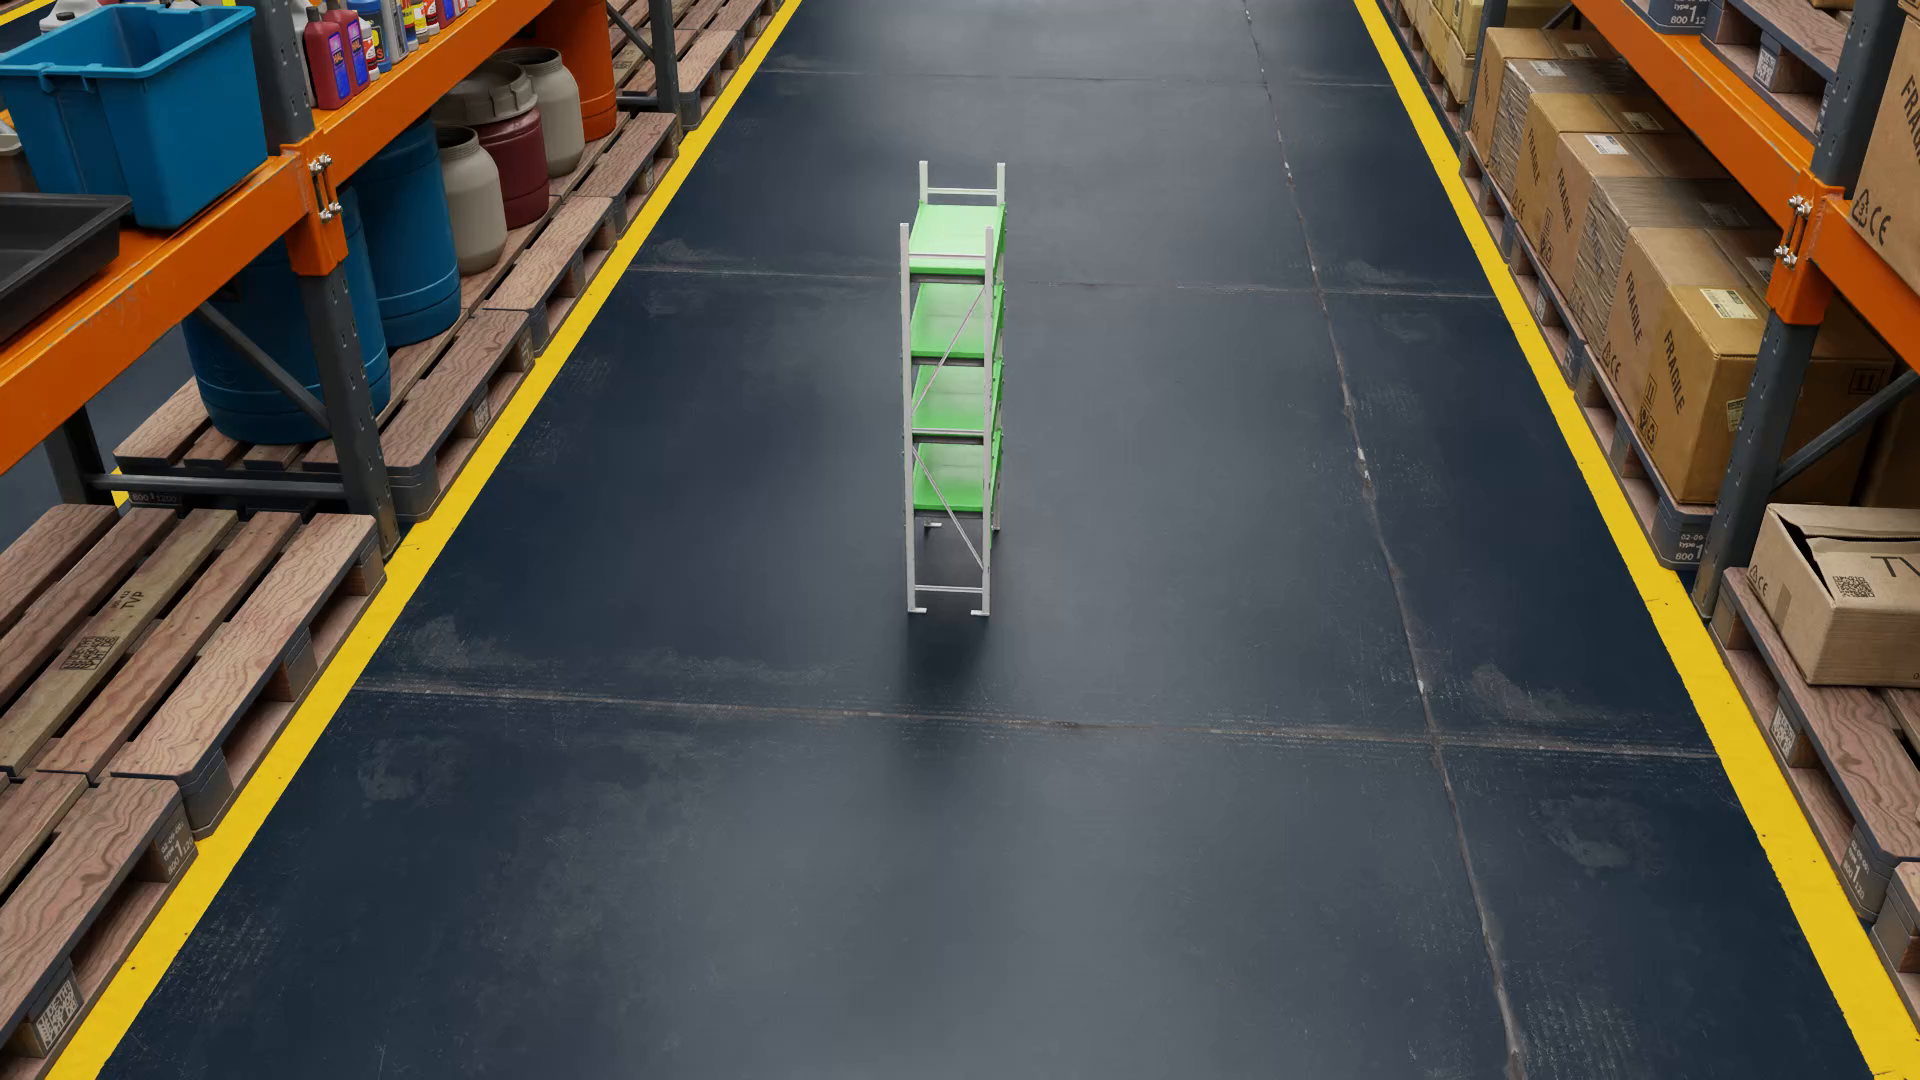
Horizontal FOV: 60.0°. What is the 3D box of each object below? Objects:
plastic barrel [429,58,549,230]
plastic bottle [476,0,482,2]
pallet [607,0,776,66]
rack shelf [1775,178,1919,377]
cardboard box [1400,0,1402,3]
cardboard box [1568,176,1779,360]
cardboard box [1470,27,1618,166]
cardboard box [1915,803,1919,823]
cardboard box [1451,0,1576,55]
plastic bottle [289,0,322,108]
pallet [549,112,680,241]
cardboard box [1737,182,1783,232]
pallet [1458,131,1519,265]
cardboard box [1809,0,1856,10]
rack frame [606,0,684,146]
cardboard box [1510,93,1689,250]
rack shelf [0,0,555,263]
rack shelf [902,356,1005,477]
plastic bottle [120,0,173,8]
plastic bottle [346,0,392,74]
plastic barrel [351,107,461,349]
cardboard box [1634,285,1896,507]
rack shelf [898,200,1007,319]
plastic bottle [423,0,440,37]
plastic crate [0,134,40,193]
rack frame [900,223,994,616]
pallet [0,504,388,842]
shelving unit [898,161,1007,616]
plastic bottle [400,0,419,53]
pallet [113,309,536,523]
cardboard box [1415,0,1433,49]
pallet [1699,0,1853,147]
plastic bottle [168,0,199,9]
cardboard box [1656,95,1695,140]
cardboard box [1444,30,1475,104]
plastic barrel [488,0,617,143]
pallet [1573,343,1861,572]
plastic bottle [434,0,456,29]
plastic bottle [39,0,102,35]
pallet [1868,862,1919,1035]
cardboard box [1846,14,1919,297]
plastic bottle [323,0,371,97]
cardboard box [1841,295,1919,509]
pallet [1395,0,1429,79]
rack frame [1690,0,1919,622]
[{"bbox_3d":[-2.053,-1.659,6.981,0.600,0.588,0.708,2,32,4],"label":"plastic barrel"},{"bbox_3d":[-1.752,-2.041,5.821,0.152,0.276,0.135,2,32,4],"label":"plastic bottle"},{"bbox_3d":[-1.735,-3.206,10.252,1.003,0.211,1.213,2,32,4],"label":"pallet"},{"bbox_3d":[2.510,0.303,2.585,1.077,0.370,4.000,2,32,4],"label":"rack shelf"},{"bbox_3d":[2.962,-3.502,10.294,0.500,0.250,0.500,2,32,2],"label":"cardboard box"},{"bbox_3d":[2.517,-0.963,5.916,0.500,0.500,0.500,3,32,5],"label":"cardboard box"},{"bbox_3d":[2.676,-2.038,7.661,0.500,0.500,0.500,4,32,6],"label":"cardboard box"},{"bbox_3d":[2.362,0.633,3.645,0.380,0.166,0.250,2,32,4],"label":"cardboard box"},{"bbox_3d":[2.796,-2.672,8.412,0.500,0.311,0.500,3,32,5],"label":"cardboard box"},{"bbox_3d":[-1.909,-1.433,4.763,0.144,0.351,0.185,2,32,4],"label":"plastic bottle"},{"bbox_3d":[-1.961,-1.753,7.893,1.003,0.211,1.213,2,32,4],"label":"pallet"},{"bbox_3d":[3.035,-0.955,5.904,0.500,0.500,0.500,3,32,5],"label":"cardboard box"},{"bbox_3d":[2.900,-1.565,7.588,1.003,0.211,1.213,2,32,4],"label":"pallet"},{"bbox_3d":[2.927,-1.871,4.931,0.700,0.500,0.500,7,32,12],"label":"cardboard box"},{"bbox_3d":[-1.938,-3.354,7.833,1.000,3.000,0.127,2,32,4],"label":"rack frame"},{"bbox_3d":[2.594,-1.502,6.791,0.500,0.500,0.500,2,32,3],"label":"cardboard box"},{"bbox_3d":[-2.101,-2.002,6.325,1.077,0.370,4.000,2,32,4],"label":"rack shelf"},{"bbox_3d":[-0.013,-0.370,4.828,0.258,0.148,0.480,2,32,4],"label":"rack shelf"},{"bbox_3d":[-2.524,-1.620,5.139,0.152,0.276,0.135,2,32,4],"label":"plastic bottle"},{"bbox_3d":[-1.799,-1.563,5.050,0.097,0.271,0.097,0,32,0],"label":"plastic bottle"},{"bbox_3d":[-2.145,-1.202,5.941,0.600,0.901,0.708,2,32,4],"label":"plastic barrel"},{"bbox_3d":[2.427,-0.442,5.072,0.500,0.500,0.500,2,32,4],"label":"cardboard box"},{"bbox_3d":[-0.013,-0.778,4.576,0.258,0.148,0.480,2,32,4],"label":"rack shelf"},{"bbox_3d":[-1.764,-1.756,5.430,0.097,0.201,0.097,0,32,0],"label":"plastic bottle"},{"bbox_3d":[-2.444,-0.938,4.108,0.396,0.136,0.243,2,32,4],"label":"plastic crate"},{"bbox_3d":[-0.033,-0.297,4.588,0.240,1.200,0.015,2,32,4],"label":"rack frame"},{"bbox_3d":[-2.285,0.311,4.544,1.003,0.211,1.213,2,32,4],"label":"pallet"},{"bbox_3d":[-0.013,-0.424,4.795,0.258,1.200,0.503,2,32,4],"label":"shelving unit"},{"bbox_3d":[-1.780,-1.684,5.246,0.097,0.271,0.097,0,32,0],"label":"plastic bottle"},{"bbox_3d":[-2.160,-0.477,5.823,1.003,0.211,1.213,2,32,4],"label":"pallet"},{"bbox_3d":[2.880,-2.967,9.425,0.500,0.250,0.500,3,32,5],"label":"cardboard box"},{"bbox_3d":[2.846,-1.380,4.814,1.003,0.211,1.213,2,32,4],"label":"pallet"},{"bbox_3d":[-2.398,-1.593,5.165,0.097,0.201,0.097,0,32,0],"label":"plastic bottle"},{"bbox_3d":[3.114,-1.494,6.778,0.500,0.500,0.500,1,32,2],"label":"cardboard box"},{"bbox_3d":[2.798,-2.434,8.561,0.500,0.250,0.500,3,32,5],"label":"cardboard box"},{"bbox_3d":[-1.961,-2.352,7.876,0.600,0.830,0.708,2,32,4],"label":"plastic barrel"},{"bbox_3d":[2.701,-0.289,5.517,1.003,0.211,1.213,2,32,4],"label":"pallet"},{"bbox_3d":[-1.737,-1.851,5.505,0.061,0.283,0.133,2,32,4],"label":"plastic bottle"},{"bbox_3d":[-2.554,-1.429,4.829,0.152,0.276,0.135,2,32,4],"label":"plastic bottle"},{"bbox_3d":[2.519,1.137,3.204,1.003,0.211,1.213,2,32,4],"label":"pallet"},{"bbox_3d":[2.360,-0.837,3.653,0.500,0.500,0.500,3,32,5],"label":"cardboard box"},{"bbox_3d":[-1.798,-1.456,4.865,0.061,0.283,0.133,2,32,4],"label":"plastic bottle"},{"bbox_3d":[2.955,-0.415,5.027,0.500,0.500,0.500,1,32,2],"label":"cardboard box"},{"bbox_3d":[3.206,-3.018,9.947,1.003,0.211,1.213,2,32,4],"label":"pallet"},{"bbox_3d":[2.673,-1.049,4.093,1.000,3.000,0.127,2,32,4],"label":"rack frame"}]
